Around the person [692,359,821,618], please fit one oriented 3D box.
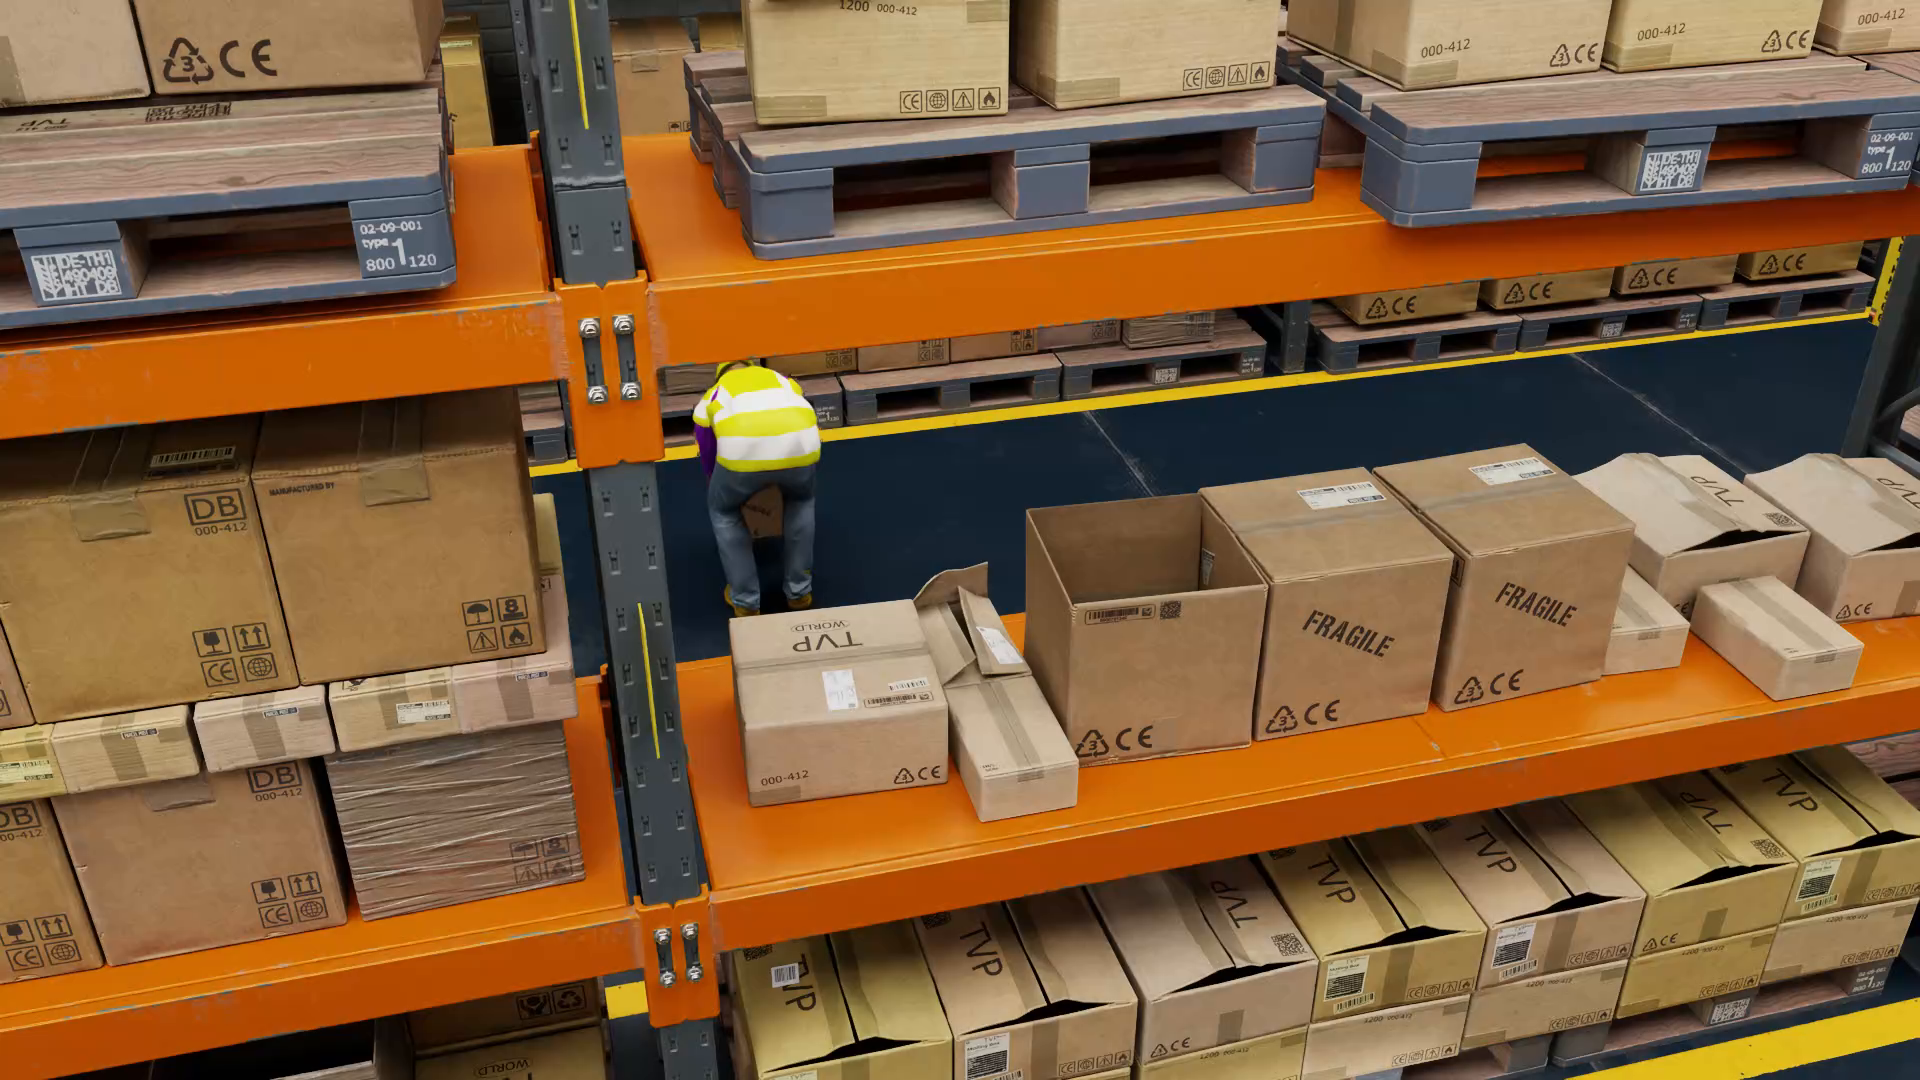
[{"bbox_3d":[-0.894,-0.269,7.287,0.486,1.043,0.980,-8,31,-14],"label":"person"}]
